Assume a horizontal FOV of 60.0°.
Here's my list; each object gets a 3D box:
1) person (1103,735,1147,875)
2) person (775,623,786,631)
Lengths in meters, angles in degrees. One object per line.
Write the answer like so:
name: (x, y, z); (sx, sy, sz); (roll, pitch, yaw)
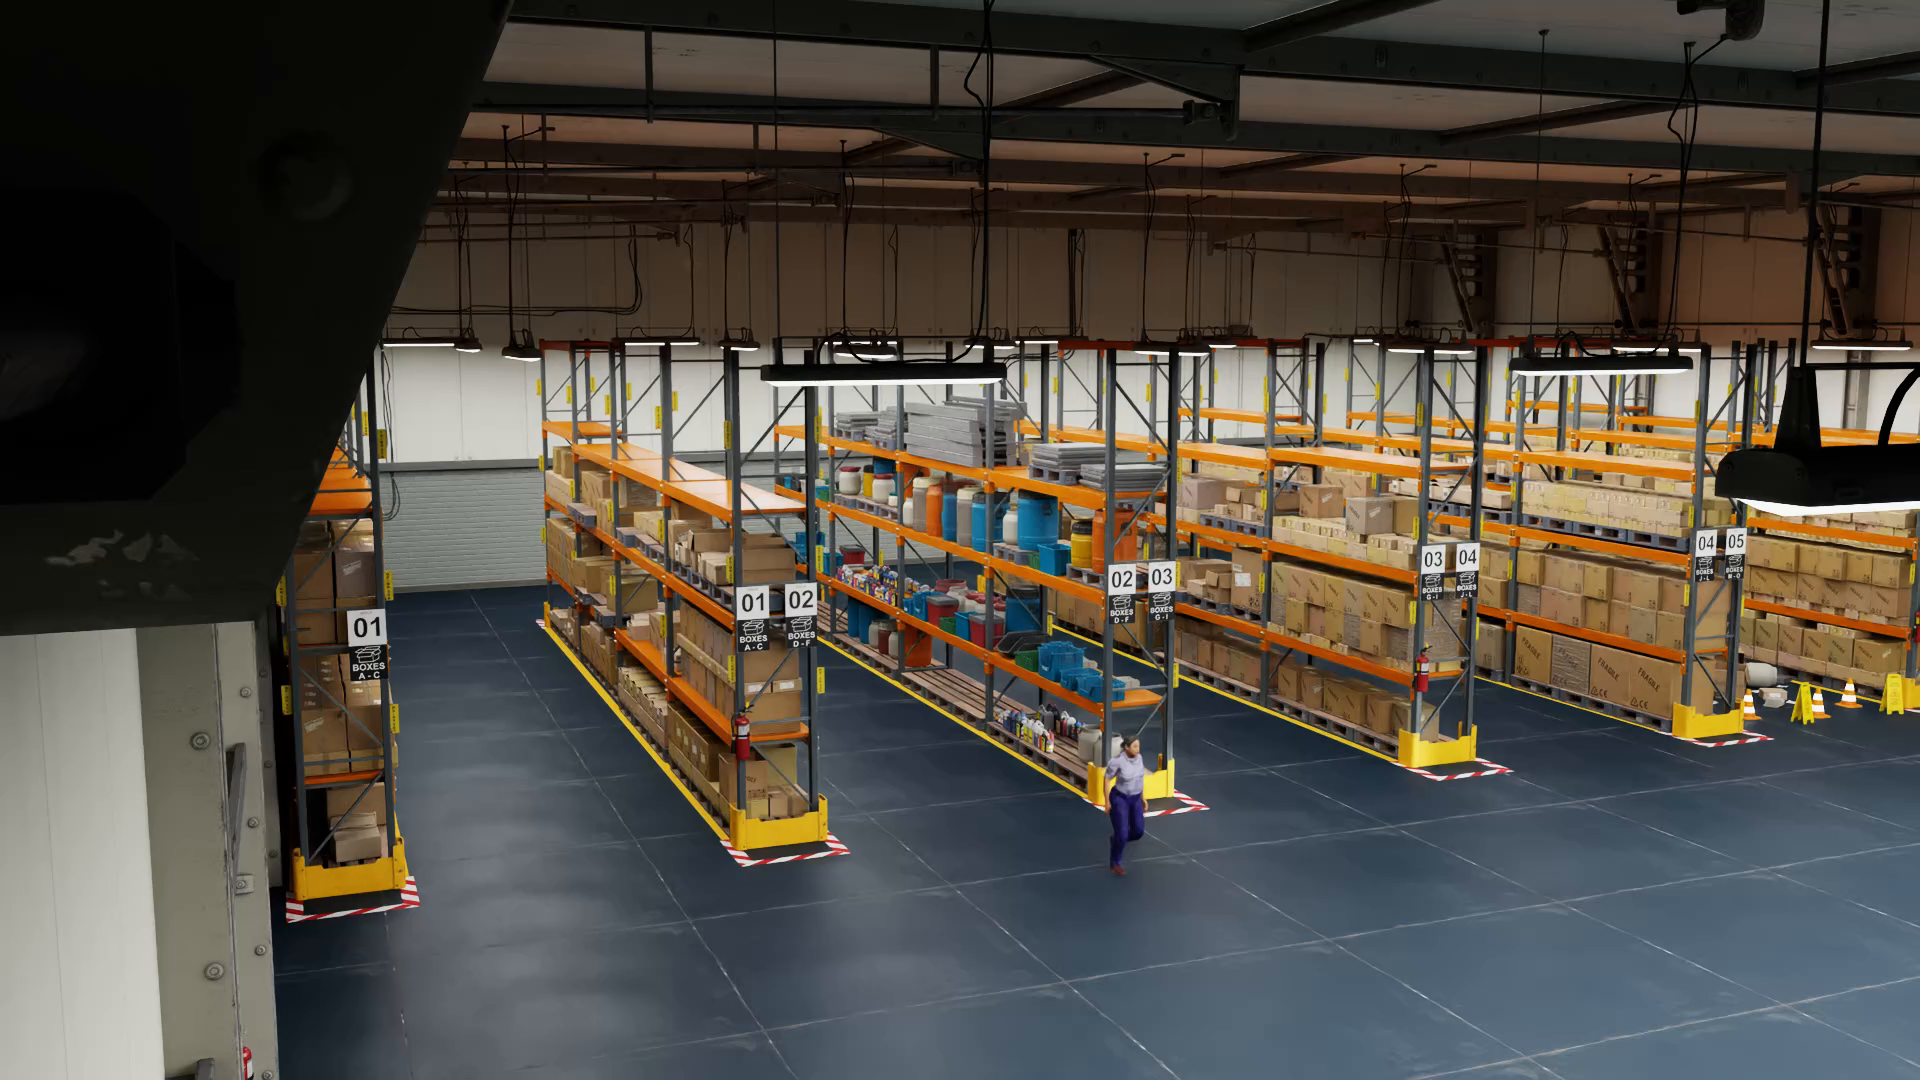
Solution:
person: (1.862, 3.031, 19.354); (0.527, 1.625, 0.567); (-5, 9, -36)
person: (-3.747, 0.989, 34.280); (0.587, 1.723, 0.985); (-1, 7, -5)
